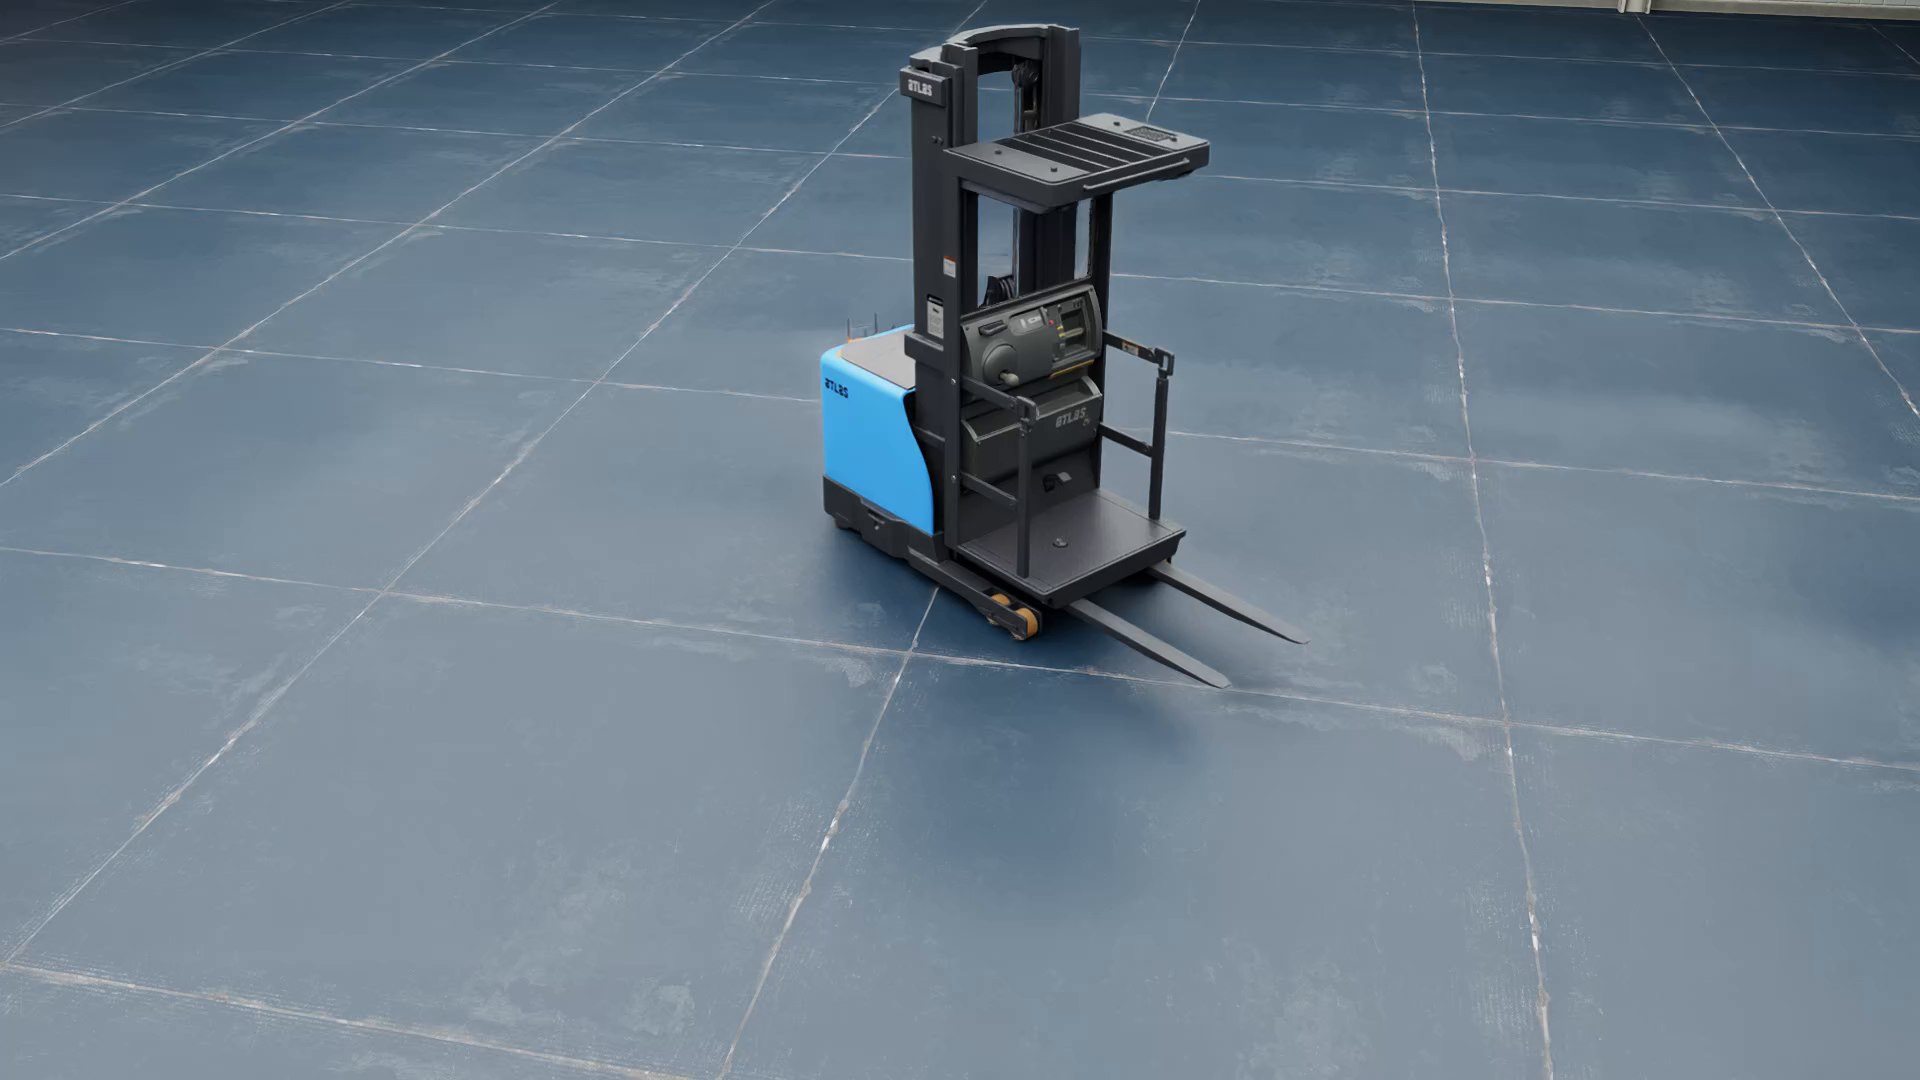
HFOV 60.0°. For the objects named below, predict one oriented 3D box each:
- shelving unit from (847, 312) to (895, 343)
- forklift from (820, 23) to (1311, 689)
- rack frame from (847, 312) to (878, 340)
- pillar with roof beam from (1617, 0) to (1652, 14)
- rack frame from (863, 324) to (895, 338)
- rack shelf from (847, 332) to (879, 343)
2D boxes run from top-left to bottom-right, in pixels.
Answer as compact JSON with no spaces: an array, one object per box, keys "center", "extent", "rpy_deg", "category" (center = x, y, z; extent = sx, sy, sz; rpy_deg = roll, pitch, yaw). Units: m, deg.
[{"center":[-0.528,-0.843,10.187],"extent":[0.215,1.050,0.252],"rpy_deg":[-14,30,-24],"category":"shelving unit"},{"center":[0.527,-1.033,8.585],"extent":[1.130,2.935,3.031],"rpy_deg":[-22,36,-35],"category":"forklift"},{"center":[-0.585,-0.891,10.284],"extent":[0.200,1.050,0.008],"rpy_deg":[-14,30,-24],"category":"rack frame"},{"center":[8.529,-9.336,17.433],"extent":[0.400,9.000,9.100],"rpy_deg":[6,29,11],"category":"pillar with roof beam"},{"center":[-0.472,-0.795,10.090],"extent":[0.200,1.050,0.008],"rpy_deg":[-14,30,-24],"category":"rack frame"},{"center":[-0.533,-1.086,10.063],"extent":[0.215,0.259,0.240],"rpy_deg":[-14,30,-24],"category":"rack shelf"}]
